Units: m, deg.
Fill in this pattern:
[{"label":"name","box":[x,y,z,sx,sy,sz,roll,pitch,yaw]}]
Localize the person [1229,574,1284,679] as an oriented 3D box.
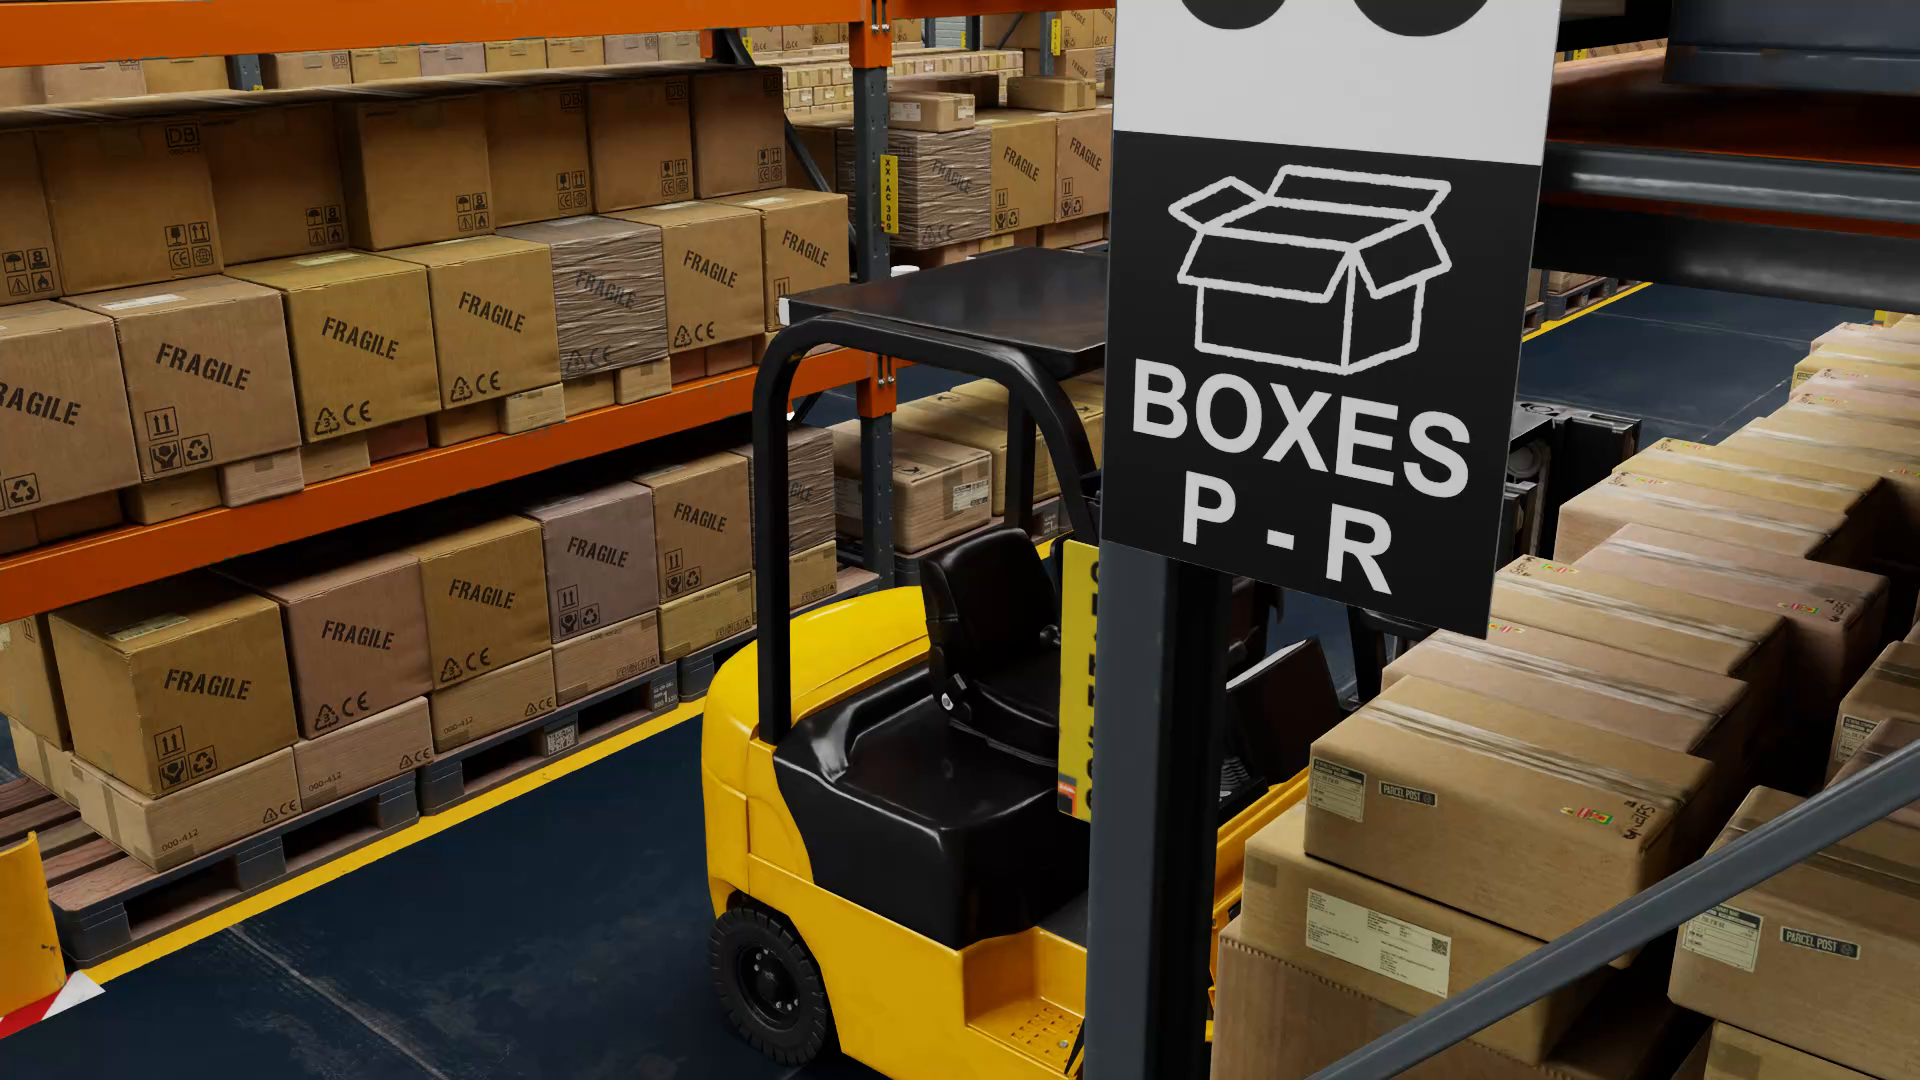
[{"label":"person","box":[0.954,0.088,5.859,0.378,1.775,0.562,16,25,38]}]
